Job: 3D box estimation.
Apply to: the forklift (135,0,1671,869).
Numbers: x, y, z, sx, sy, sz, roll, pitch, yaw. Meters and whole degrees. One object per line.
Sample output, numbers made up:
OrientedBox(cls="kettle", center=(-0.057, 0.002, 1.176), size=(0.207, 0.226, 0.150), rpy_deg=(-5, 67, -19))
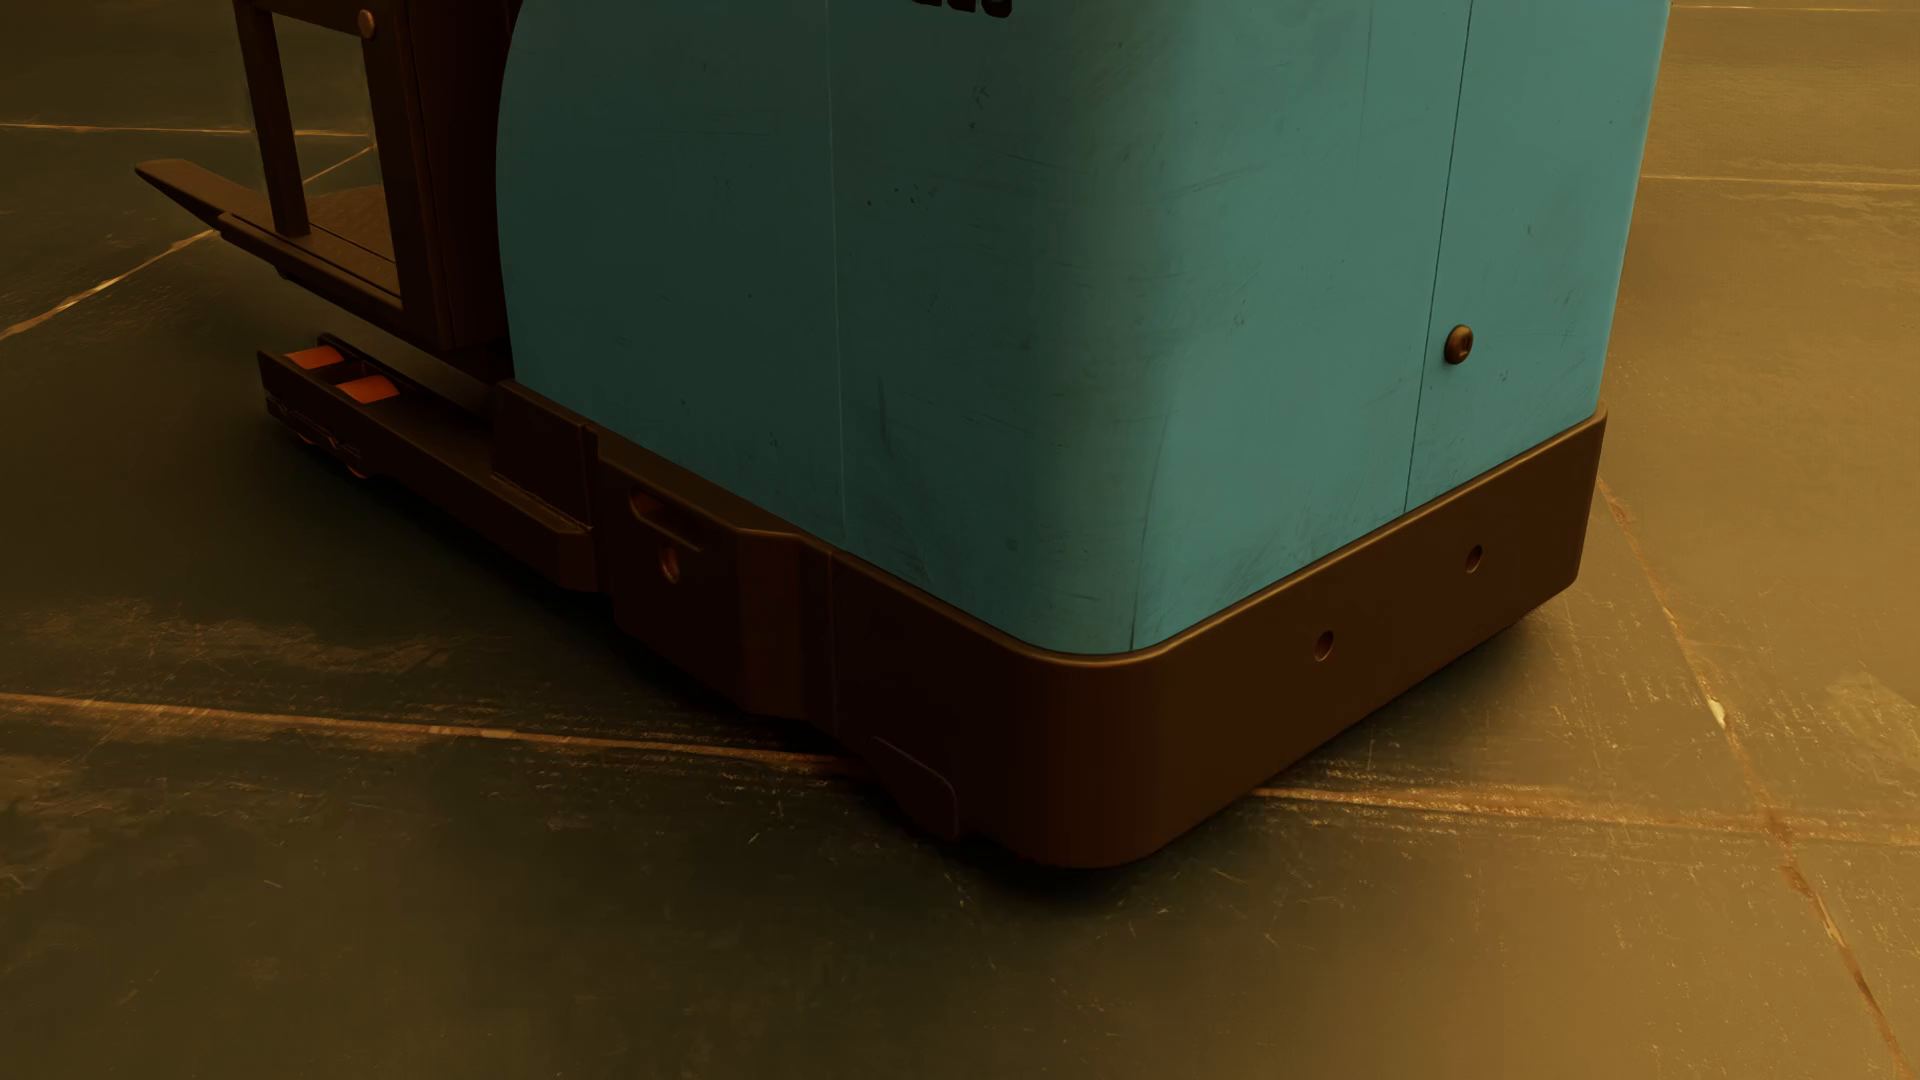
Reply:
OrientedBox(cls="forklift", center=(-0.533, -1.548, 2.321), size=(1.130, 2.935, 3.031), rpy_deg=(-23, 34, -38))
